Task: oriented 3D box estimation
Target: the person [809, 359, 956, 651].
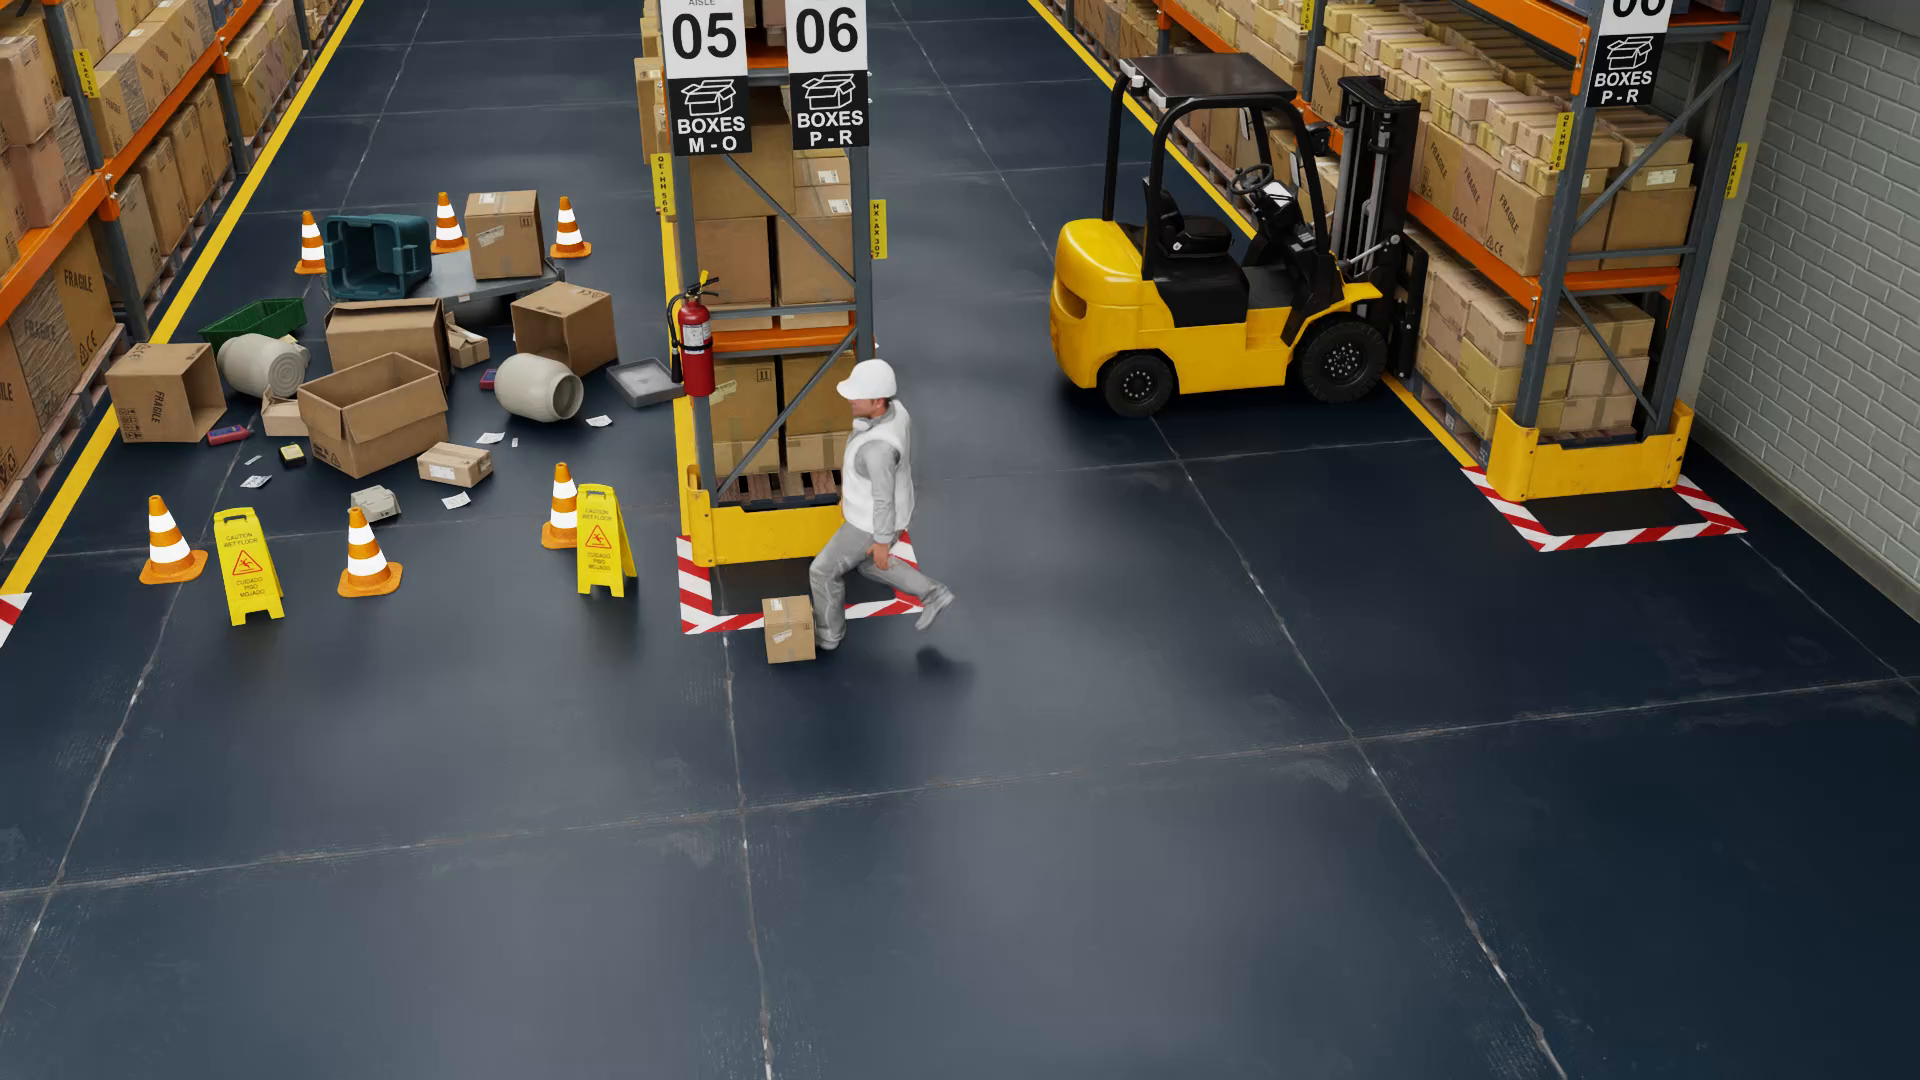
[{"bbox_3d":[-0.488,-0.155,8.457,0.909,1.690,0.533,4,31,7],"label":"person"}]
